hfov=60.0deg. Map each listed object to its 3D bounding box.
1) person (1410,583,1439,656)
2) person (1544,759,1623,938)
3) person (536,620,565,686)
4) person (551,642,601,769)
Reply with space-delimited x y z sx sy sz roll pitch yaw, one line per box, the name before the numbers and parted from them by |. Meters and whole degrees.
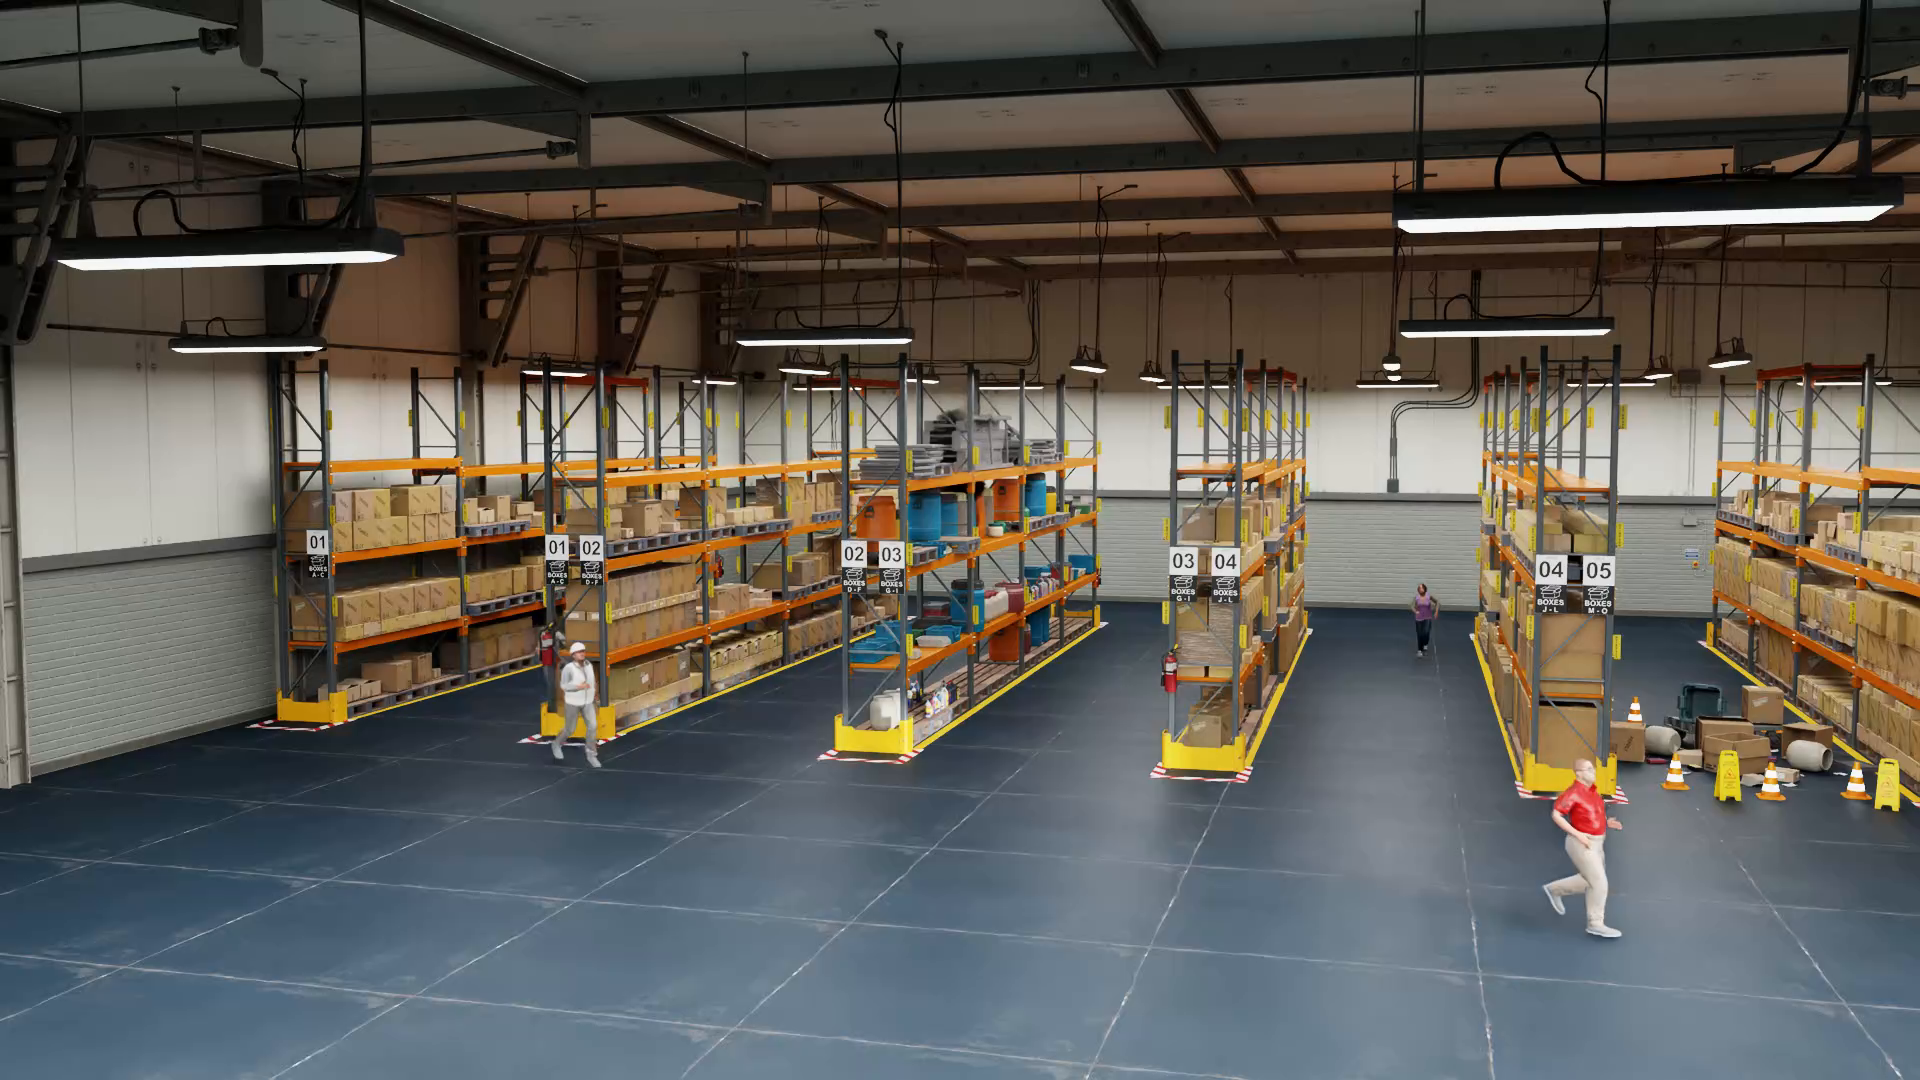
person | 9.787 1.702 35.056 0.567 1.532 0.735 2 4 22
person | 6.100 2.985 16.289 0.809 1.688 0.675 4 6 43
person | -7.094 2.145 28.803 0.541 1.554 0.604 1 4 10
person | -5.560 2.379 24.172 0.664 1.811 0.940 -4 6 -44
